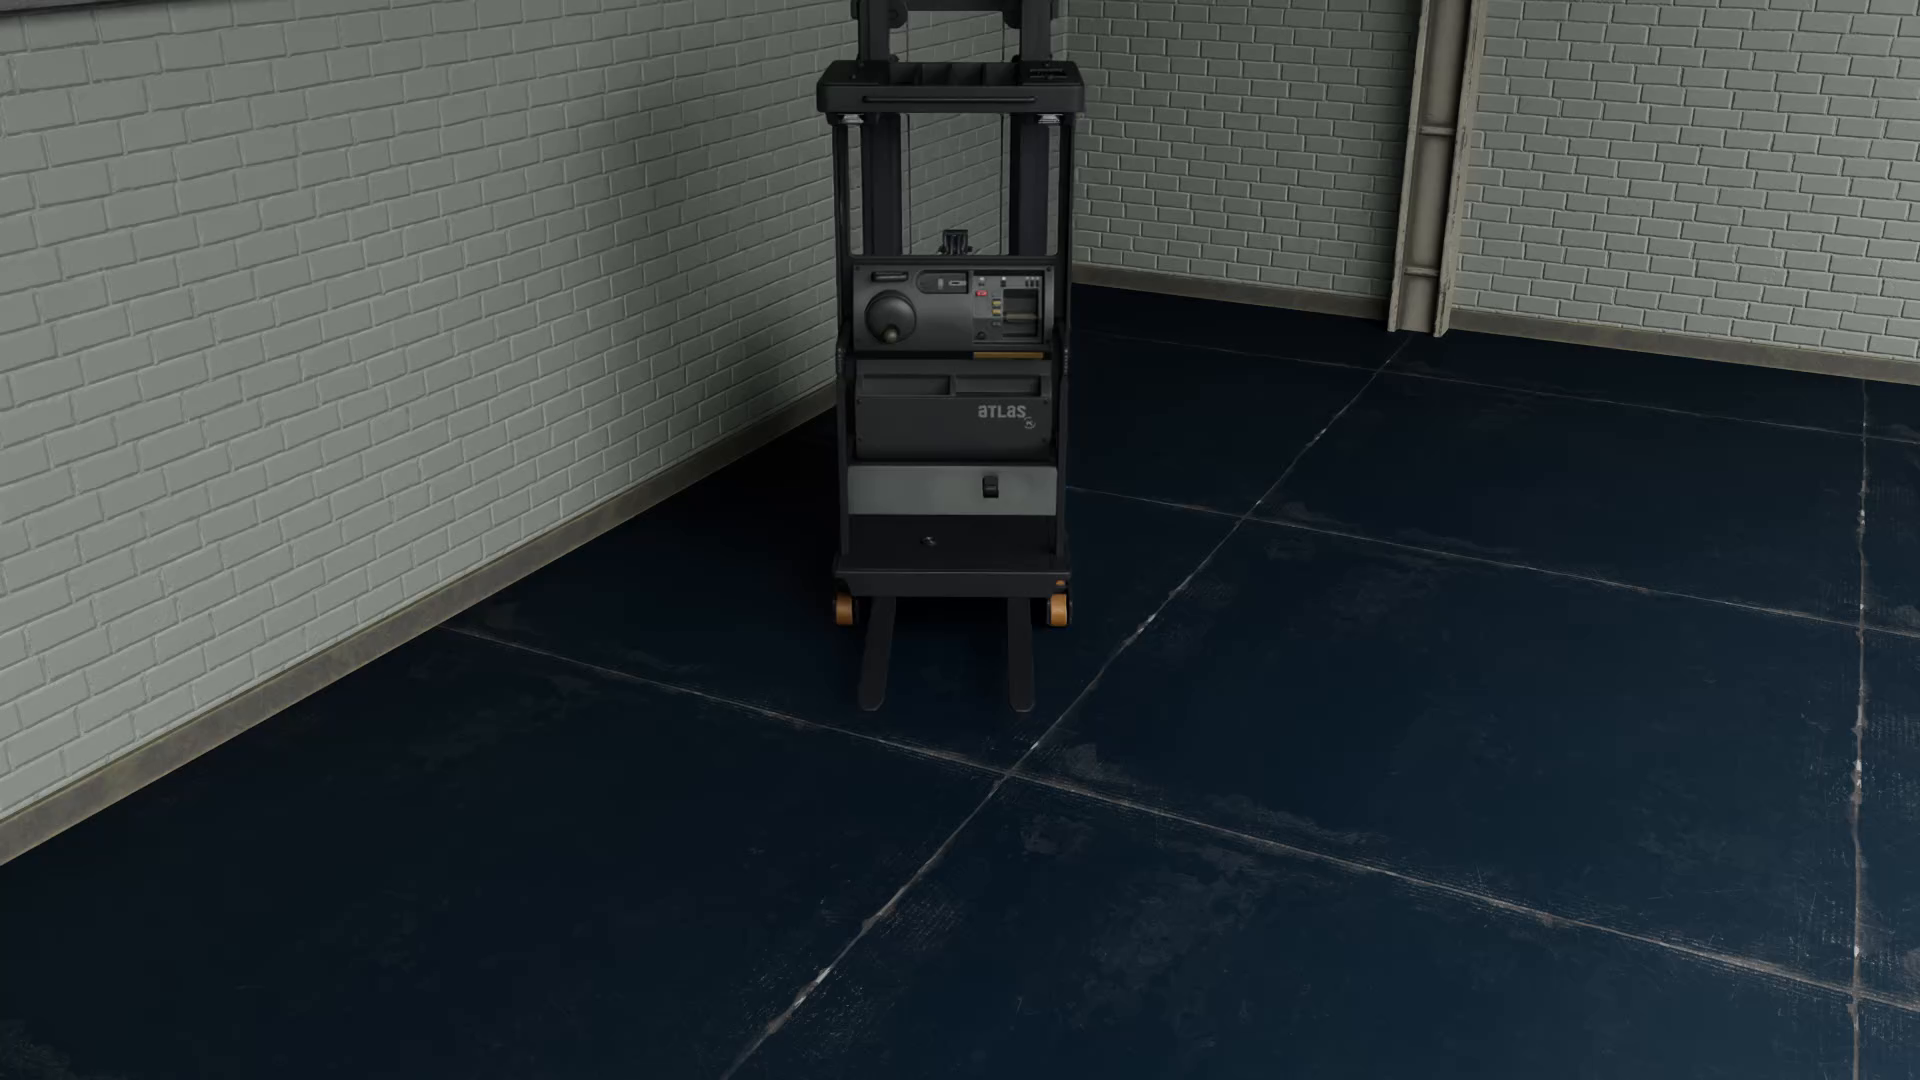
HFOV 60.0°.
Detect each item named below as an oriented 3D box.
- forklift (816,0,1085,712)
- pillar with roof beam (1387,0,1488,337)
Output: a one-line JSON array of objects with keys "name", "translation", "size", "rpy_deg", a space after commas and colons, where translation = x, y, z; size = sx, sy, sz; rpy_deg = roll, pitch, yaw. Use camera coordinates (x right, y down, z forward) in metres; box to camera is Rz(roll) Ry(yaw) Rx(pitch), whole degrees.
[{"name": "forklift", "translation": [-0.032, -1.061, 7.499], "size": [1.130, 2.935, 3.031], "rpy_deg": [0, 23, 1]}, {"name": "pillar with roof beam", "translation": [1.493, -4.221, 7.176], "size": [0.400, 9.000, 9.100], "rpy_deg": [11, 25, 25]}]
